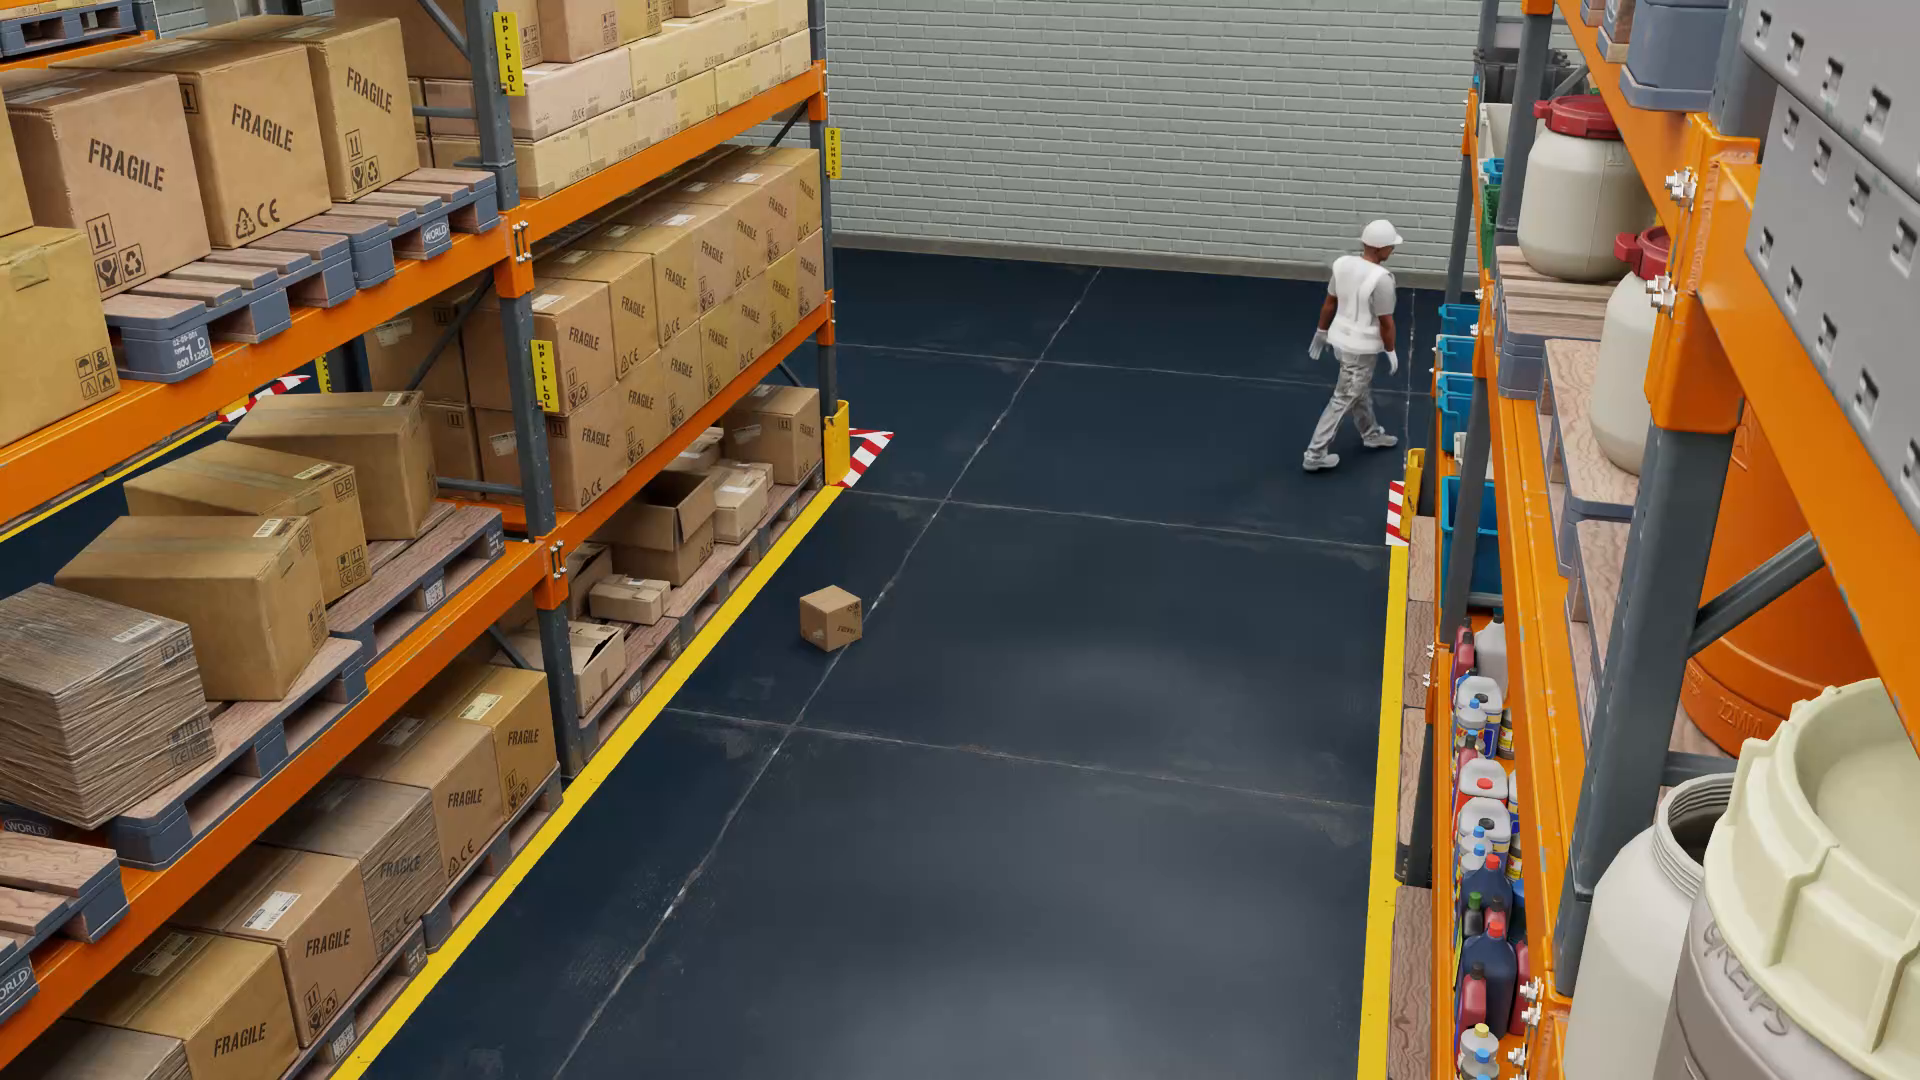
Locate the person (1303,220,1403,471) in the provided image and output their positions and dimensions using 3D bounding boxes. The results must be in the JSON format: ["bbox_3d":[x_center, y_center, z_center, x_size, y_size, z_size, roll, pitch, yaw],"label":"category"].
[{"bbox_3d":[2.823,-1.362,11.473,0.923,1.746,0.608,-10,27,-20],"label":"person"}]
